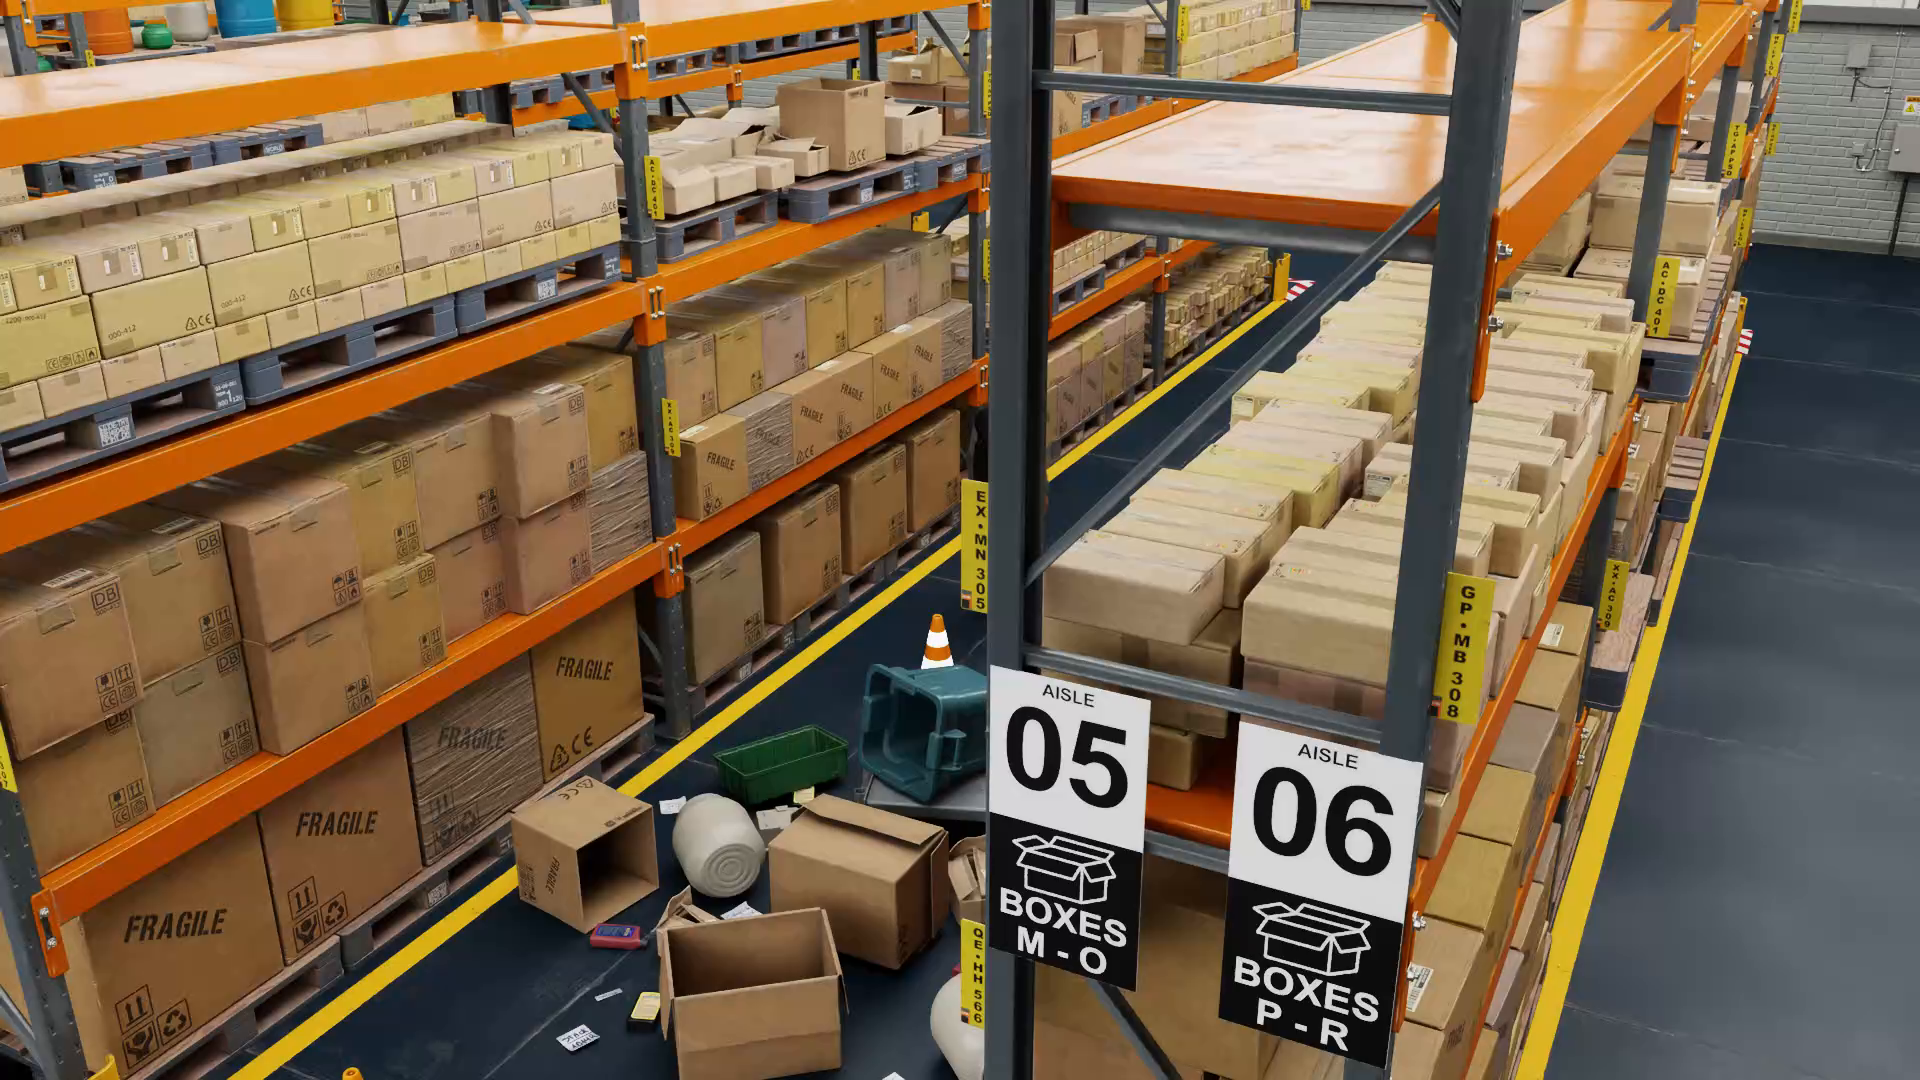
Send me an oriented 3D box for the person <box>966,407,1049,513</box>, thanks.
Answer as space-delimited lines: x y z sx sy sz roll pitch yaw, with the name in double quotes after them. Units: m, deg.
0.320 -0.272 11.340 0.576 1.560 0.410 10 25 23 "person"
